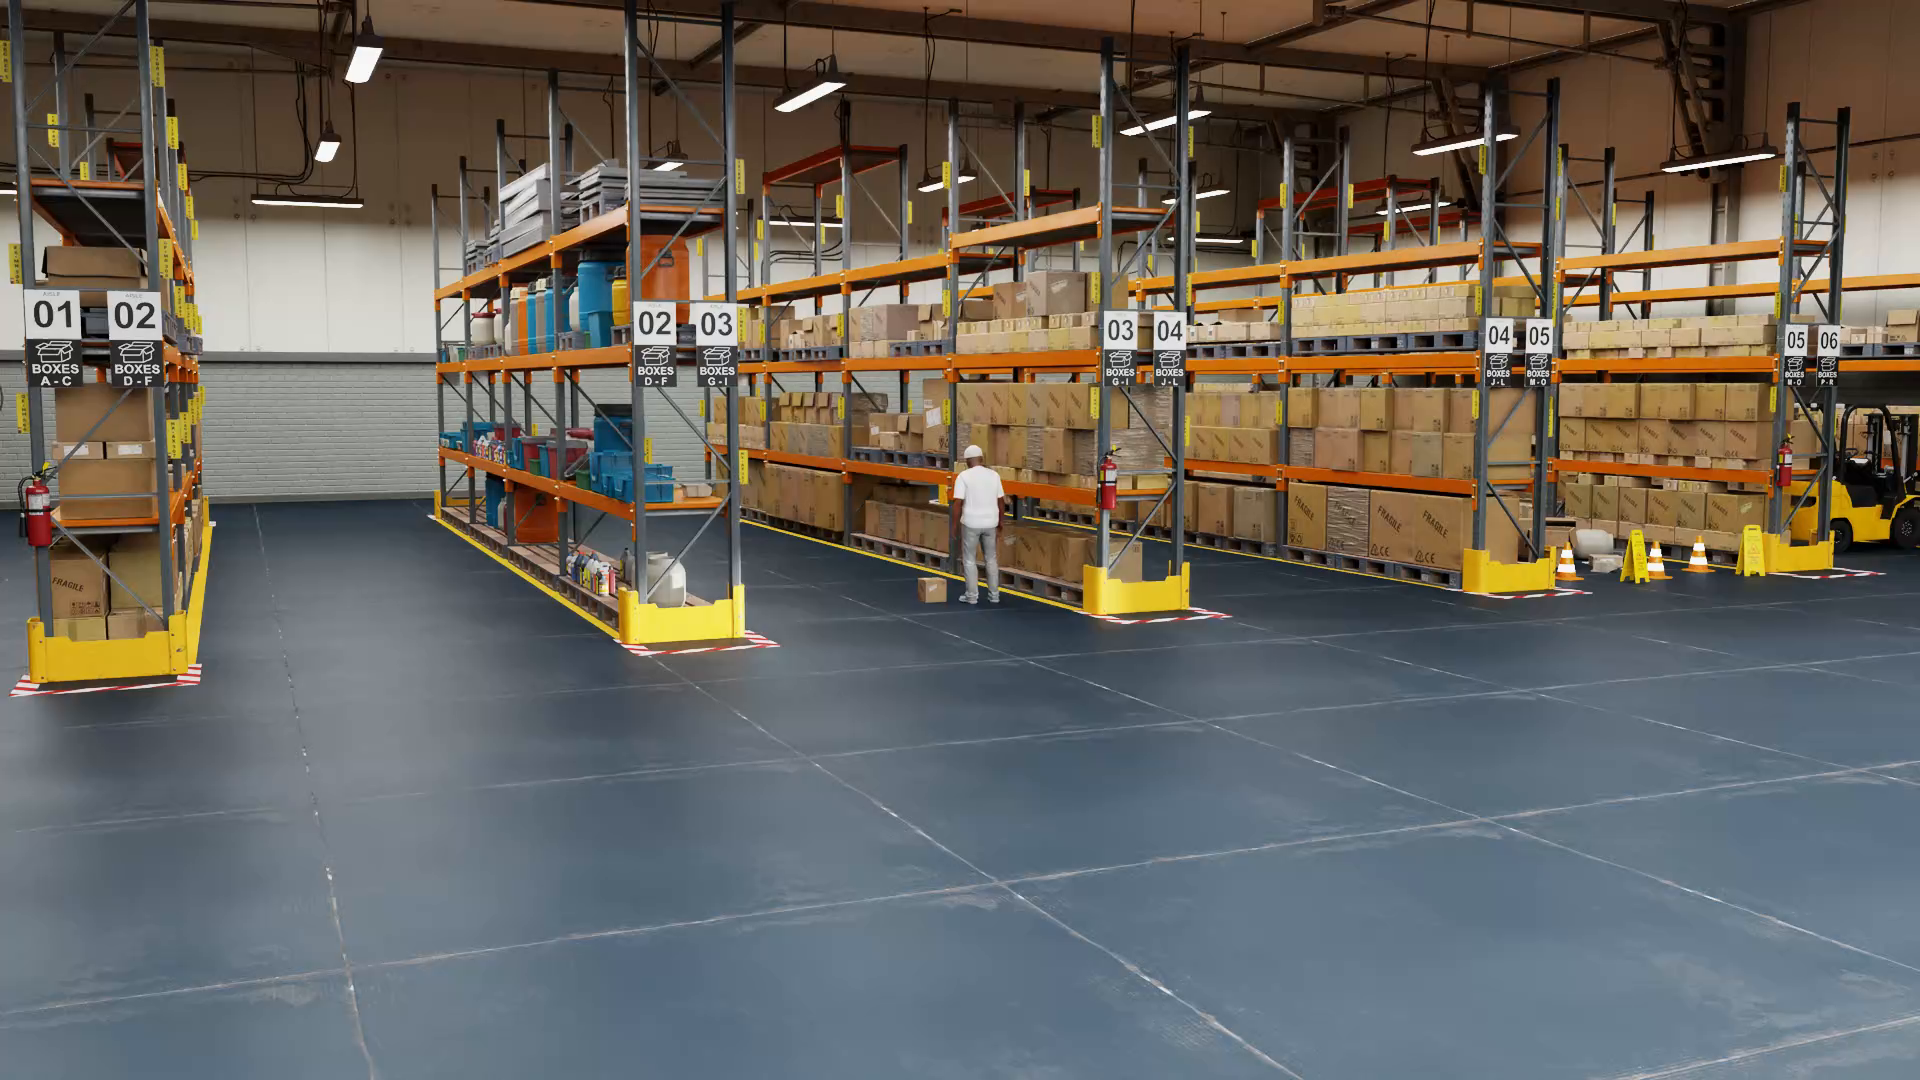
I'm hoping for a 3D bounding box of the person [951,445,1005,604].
[{"bbox_3d":[0.200,-0.178,18.572,0.636,1.760,0.462,-2,6,-21],"label":"person"}]
